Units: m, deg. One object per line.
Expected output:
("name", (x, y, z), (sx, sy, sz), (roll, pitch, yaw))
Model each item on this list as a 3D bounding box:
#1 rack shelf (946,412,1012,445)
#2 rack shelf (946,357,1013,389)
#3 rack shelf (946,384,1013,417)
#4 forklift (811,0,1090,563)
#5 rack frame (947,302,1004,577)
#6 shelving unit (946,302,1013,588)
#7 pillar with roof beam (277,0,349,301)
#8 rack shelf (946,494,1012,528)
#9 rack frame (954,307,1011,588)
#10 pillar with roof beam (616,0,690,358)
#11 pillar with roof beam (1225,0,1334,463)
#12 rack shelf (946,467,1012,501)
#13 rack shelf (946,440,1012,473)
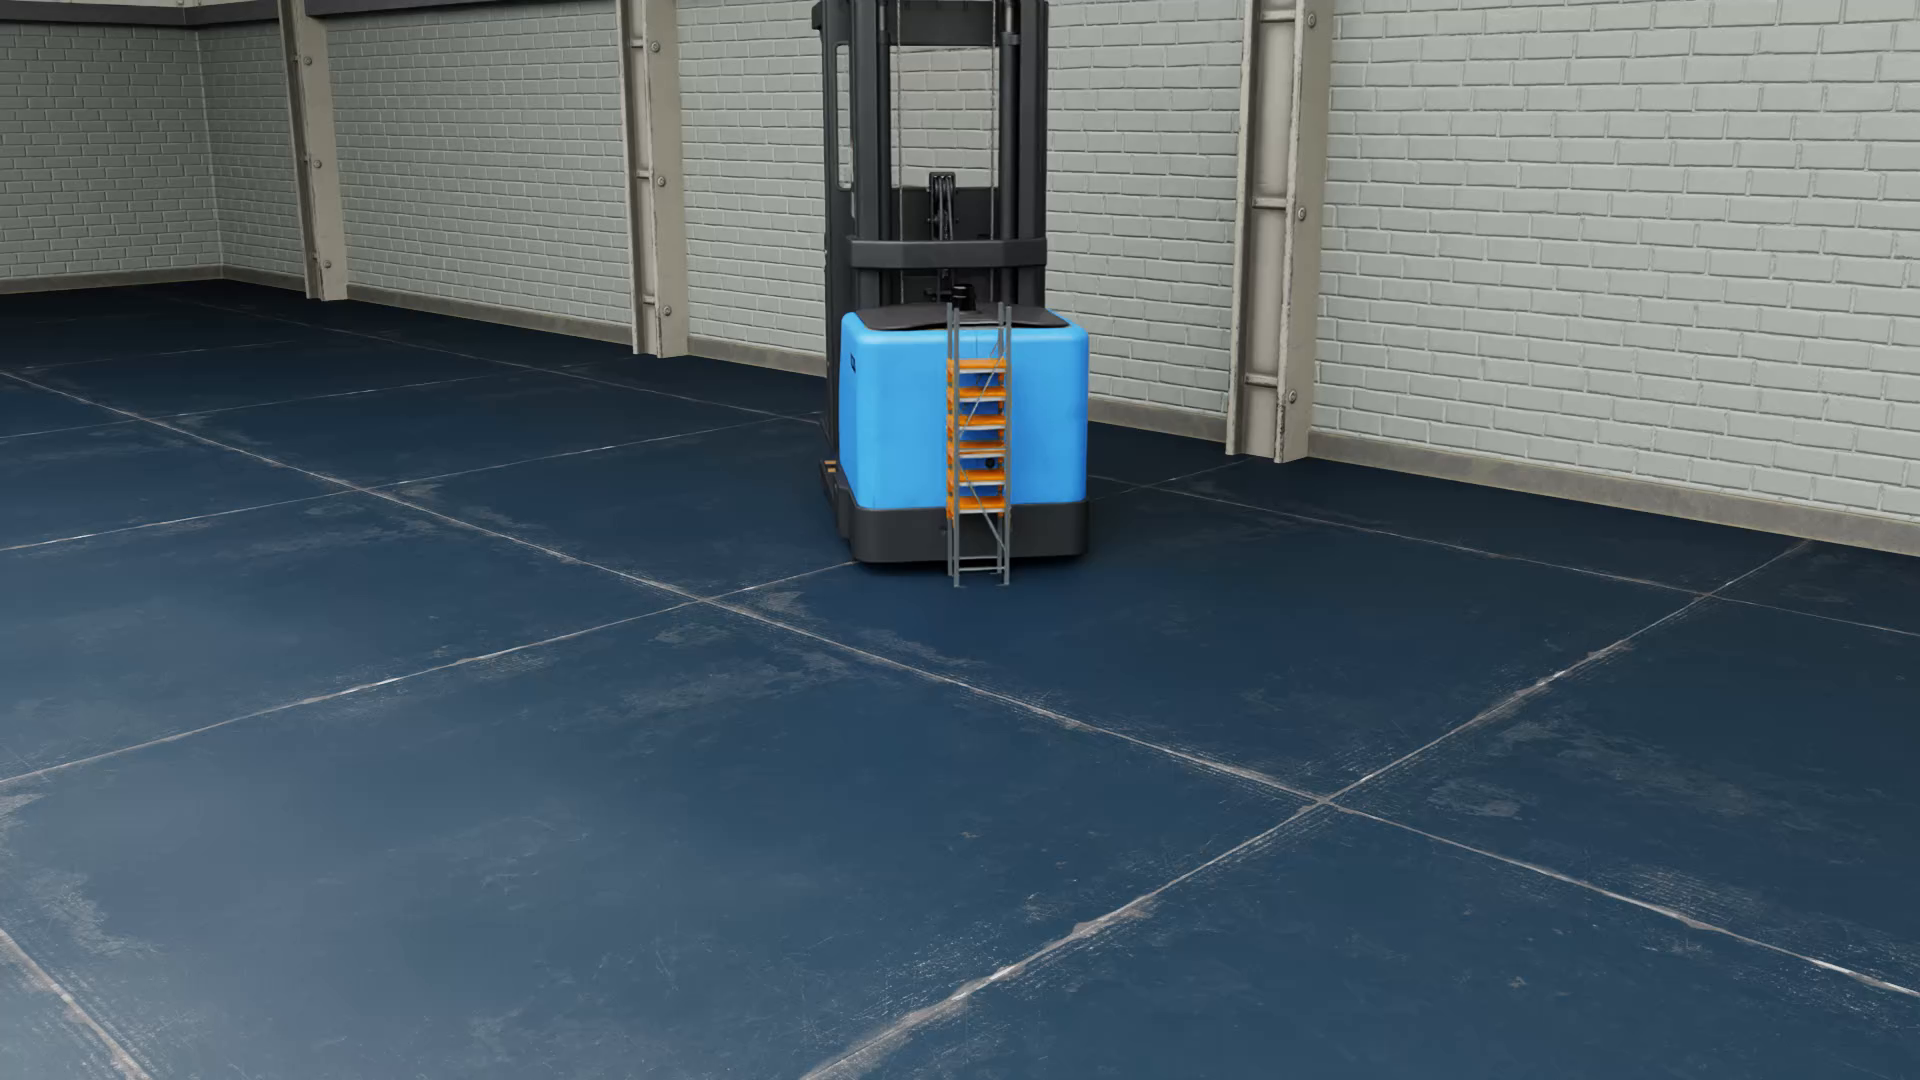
("rack shelf", (0.080, -0.474, 7.073), (0.258, 0.103, 0.180), (-2, 15, -9))
("rack shelf", (0.080, -0.707, 7.013), (0.258, 0.103, 0.180), (-2, 15, -9))
("rack shelf", (0.080, -0.590, 7.043), (0.258, 0.103, 0.180), (-2, 15, -9))
("forklift", (-0.157, -1.641, 8.417), (1.130, 2.935, 3.031), (-2, 15, -9))
("rack frame", (0.066, -0.424, 7.180), (0.240, 1.200, 0.006), (-2, 15, -9))
("shelving unit", (0.080, -0.401, 7.092), (0.258, 1.200, 0.189), (-2, 15, -9))
("pillar with roof beam", (-9.800, -6.180, 13.803), (0.400, 9.000, 9.100), (14, 20, 42))
("rack shelf", (0.080, -0.126, 7.164), (0.258, 0.103, 0.180), (-2, 15, -9))
("rack frame", (0.094, -0.378, 7.005), (0.240, 1.200, 0.006), (-2, 15, -9))
("pillar with roof beam", (-5.481, -5.130, 9.773), (0.400, 9.000, 9.100), (14, 20, 42))
("pillar with roof beam", (-1.162, -4.080, 5.743), (0.400, 9.000, 9.100), (14, 20, 42))
("rack shelf", (0.080, -0.242, 7.134), (0.258, 0.103, 0.180), (-2, 15, -9))
("rack shelf", (0.080, -0.358, 7.103), (0.258, 0.103, 0.180), (-2, 15, -9))
